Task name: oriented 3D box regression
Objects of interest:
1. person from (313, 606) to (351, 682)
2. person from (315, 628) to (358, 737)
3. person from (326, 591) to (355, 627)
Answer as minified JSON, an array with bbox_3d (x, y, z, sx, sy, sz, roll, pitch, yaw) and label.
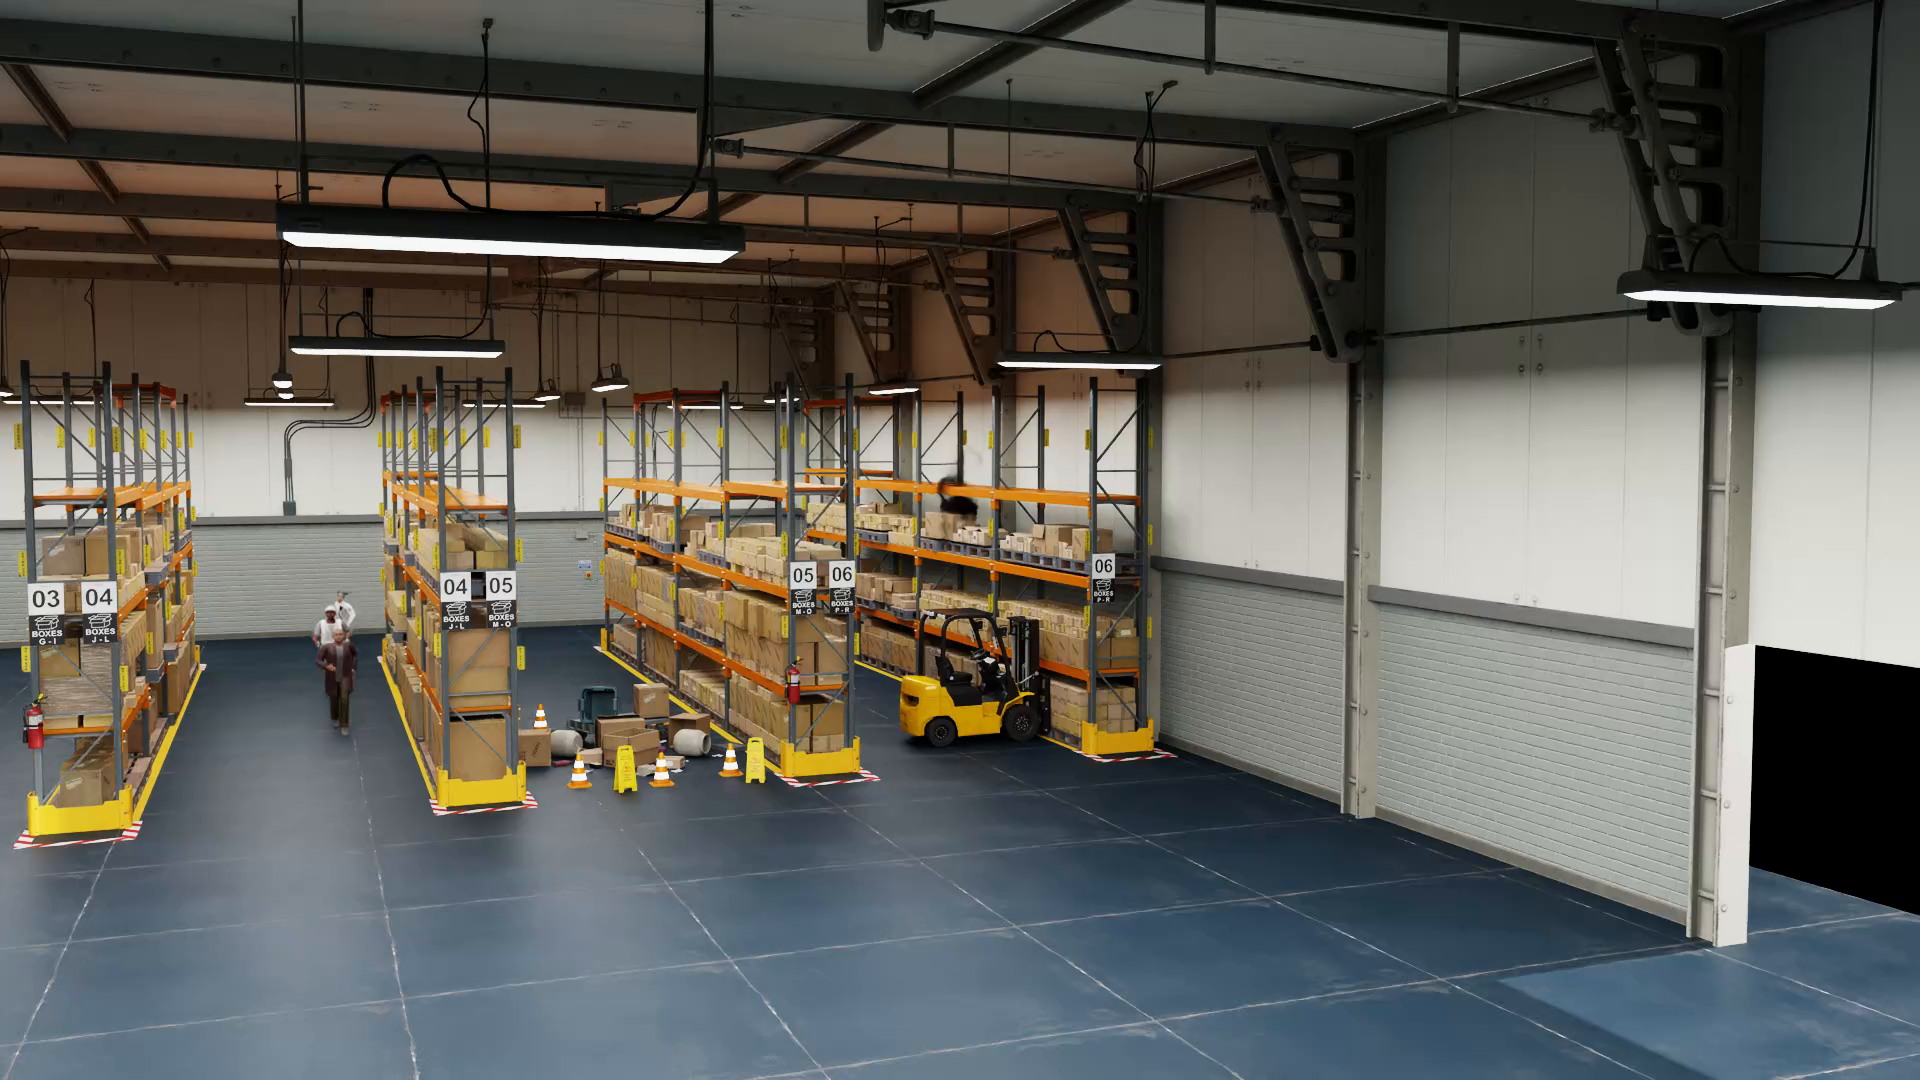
[{"bbox_3d":[-12.376,2.164,32.797,0.696,1.744,0.837,-1,4,-22],"label":"person"},{"bbox_3d":[-10.627,2.401,28.389,0.698,1.800,0.985,-1,4,-23],"label":"person"},{"bbox_3d":[-14.161,1.941,38.009,0.717,1.602,0.512,2,4,26],"label":"person"}]
